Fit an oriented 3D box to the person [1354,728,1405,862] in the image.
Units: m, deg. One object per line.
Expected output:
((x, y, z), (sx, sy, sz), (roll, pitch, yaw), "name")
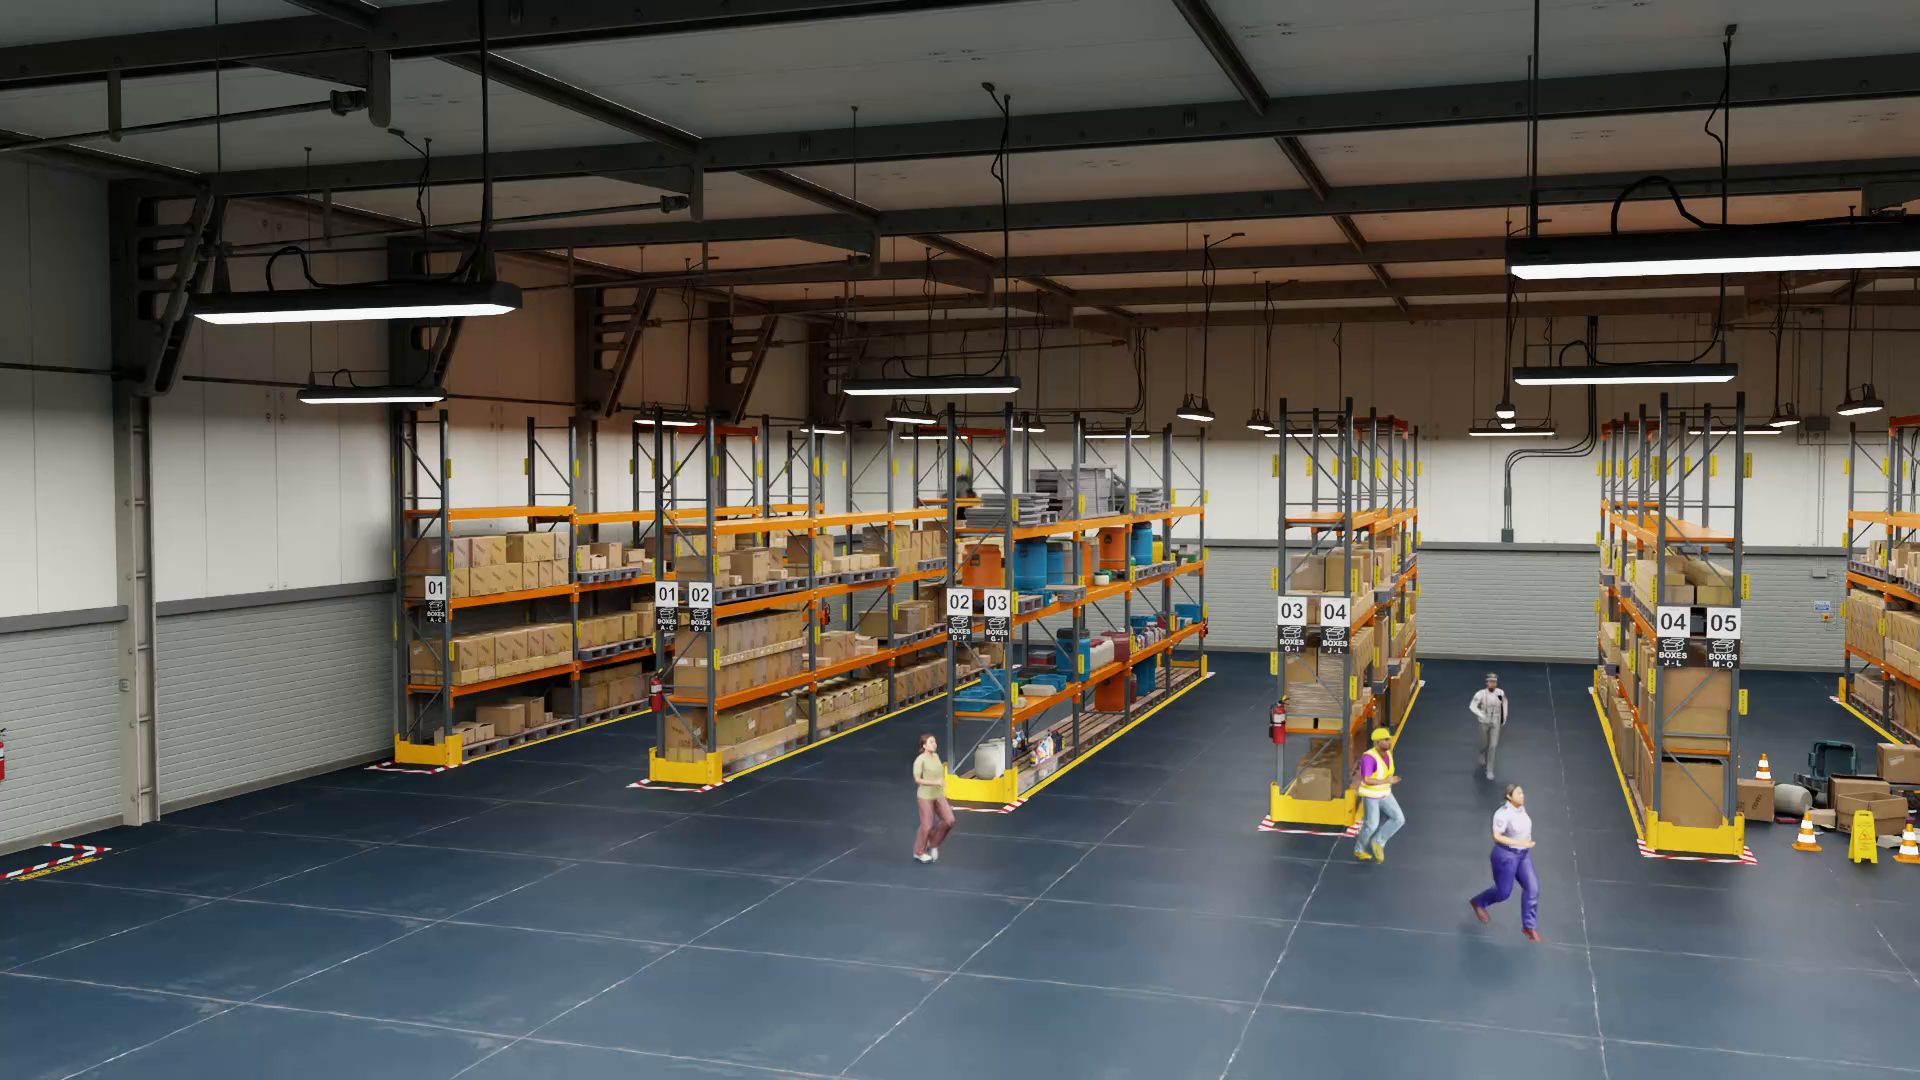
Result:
((5.286, 3.214, 20.963), (0.739, 1.710, 0.776), (-2, 3, -39), "person")

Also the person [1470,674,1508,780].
((8.643, 3.001, 27.159), (0.639, 1.689, 0.953), (0, 2, 6), "person")

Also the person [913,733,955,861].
((-0.355, 3.262, 21.055), (0.556, 1.635, 0.616), (-2, 3, -44), "person")

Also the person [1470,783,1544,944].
((5.878, 3.438, 17.845), (0.636, 1.694, 0.894), (-2, 3, -37), "person")
